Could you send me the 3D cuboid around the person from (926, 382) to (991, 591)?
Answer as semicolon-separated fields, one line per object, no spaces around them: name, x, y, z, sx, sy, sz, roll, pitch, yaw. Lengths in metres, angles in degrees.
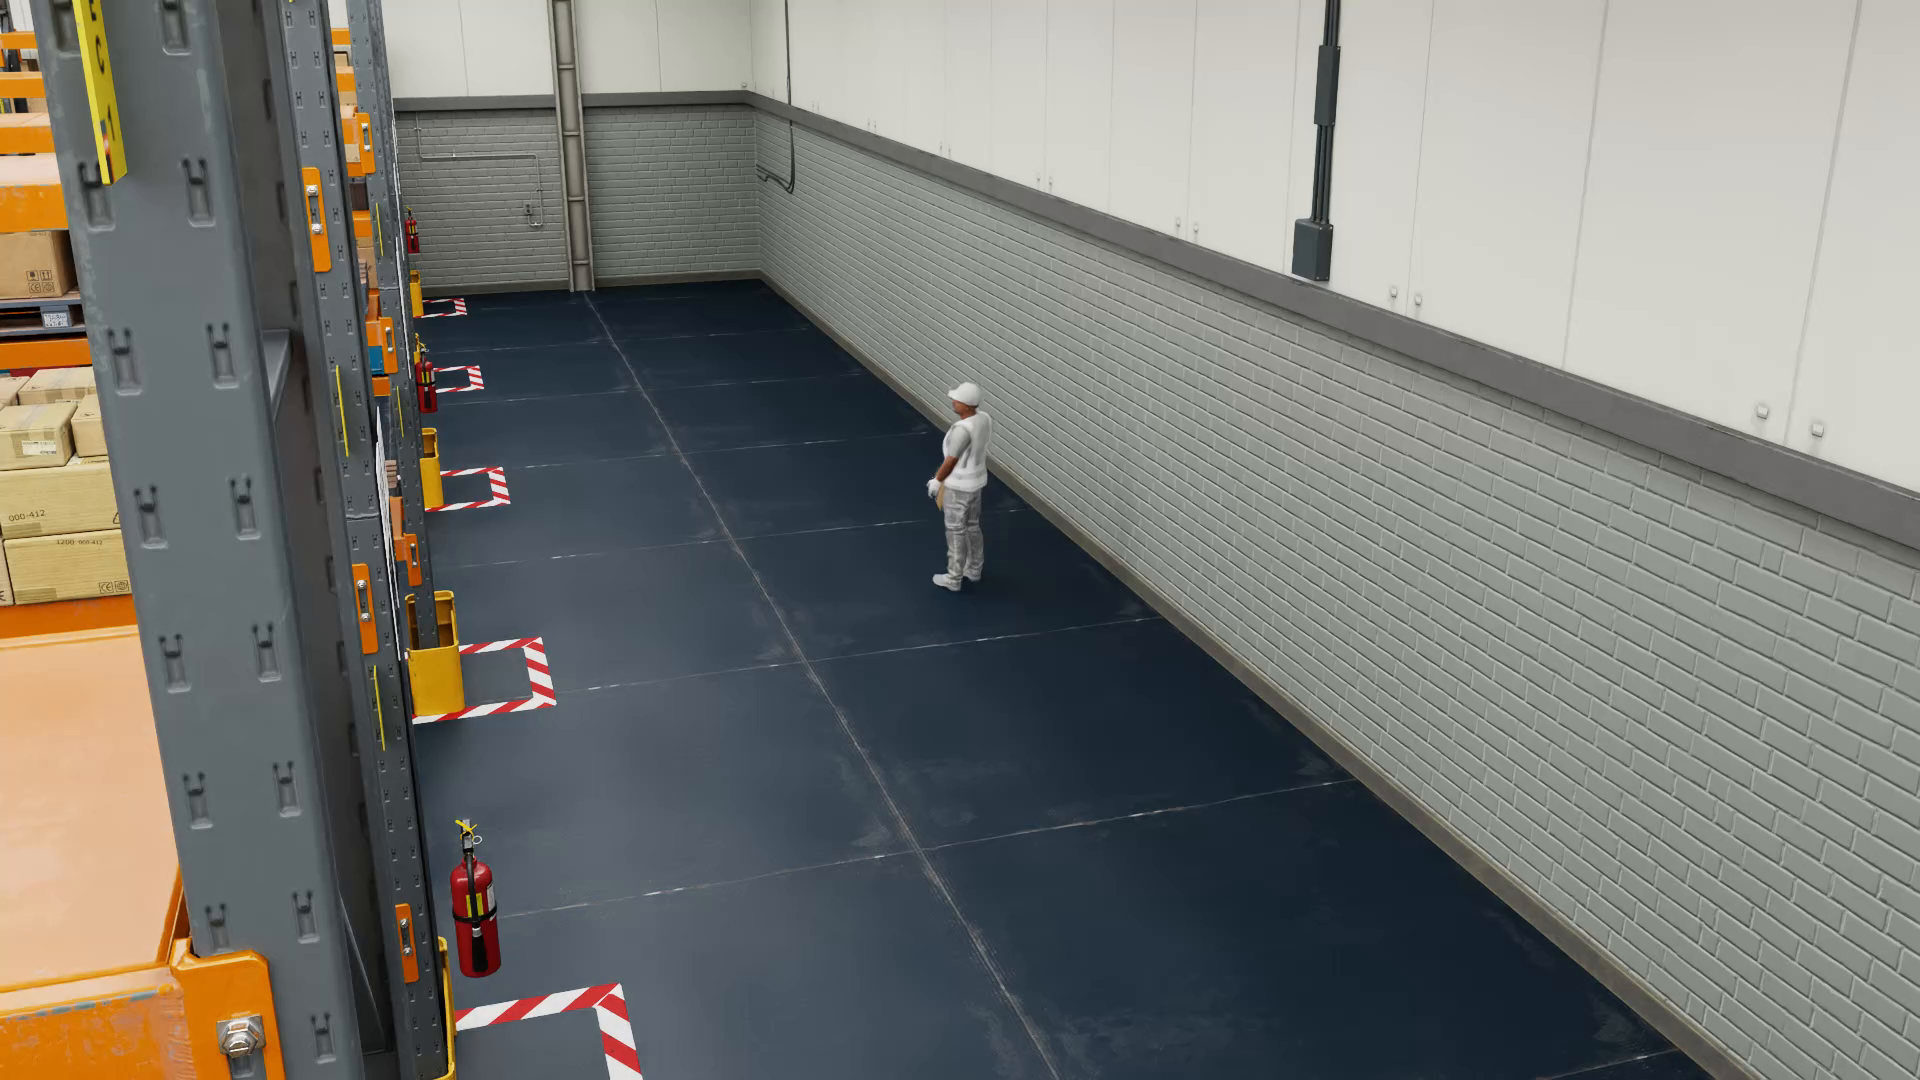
person;0.004;-0.472;13.920;0.472;1.791;0.610;9;21;24
